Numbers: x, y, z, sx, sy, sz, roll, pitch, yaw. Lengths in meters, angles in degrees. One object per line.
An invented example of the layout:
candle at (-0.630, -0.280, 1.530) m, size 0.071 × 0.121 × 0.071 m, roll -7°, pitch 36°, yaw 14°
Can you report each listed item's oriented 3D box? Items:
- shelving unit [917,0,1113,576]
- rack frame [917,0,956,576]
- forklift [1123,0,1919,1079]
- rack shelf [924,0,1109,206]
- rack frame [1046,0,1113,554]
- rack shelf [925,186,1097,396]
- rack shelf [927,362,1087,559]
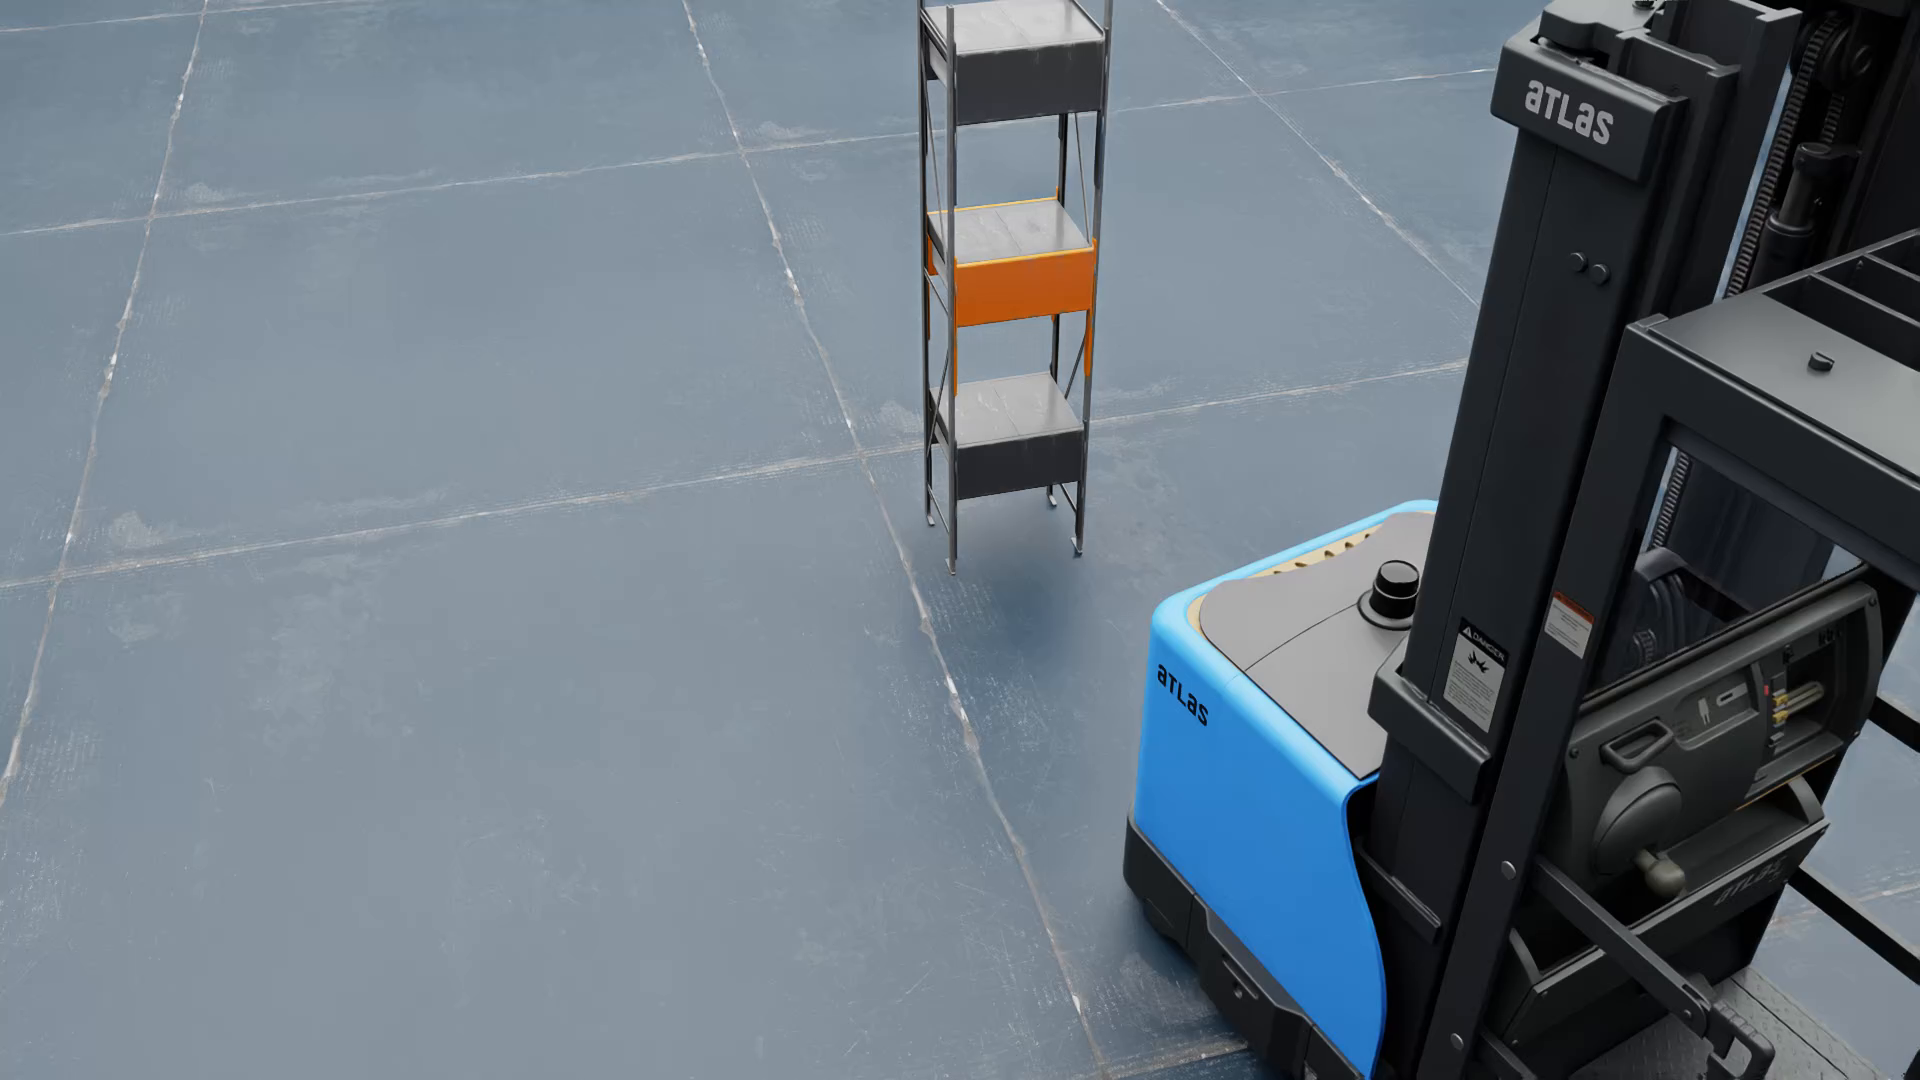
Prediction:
shelving unit at (0.160, -0.860, 5.646) m, size 0.503 × 2.100 × 0.431 m, roll -9°, pitch 38°, yaw -12°
rack frame at (-0.076, -0.822, 5.596) m, size 0.015 × 2.100 × 0.400 m, roll -9°, pitch 38°, yaw -12°
forklift at (1.659, 0.473, 3.220) m, size 1.130 × 2.935 × 3.031 m, roll -20°, pitch 42°, yaw -24°
rack shelf at (0.160, -1.405, 5.229) m, size 0.480 × 0.518 × 0.431 m, roll -9°, pitch 38°, yaw -12°
rack frame at (0.395, -0.899, 5.697) m, size 0.015 × 2.100 × 0.400 m, roll -9°, pitch 38°, yaw -12°
rack shelf at (0.160, -0.849, 5.655) m, size 0.480 × 0.518 × 0.431 m, roll -9°, pitch 38°, yaw -12°
rack shelf at (0.160, -0.293, 6.080) m, size 0.480 × 0.518 × 0.431 m, roll -9°, pitch 38°, yaw -12°
